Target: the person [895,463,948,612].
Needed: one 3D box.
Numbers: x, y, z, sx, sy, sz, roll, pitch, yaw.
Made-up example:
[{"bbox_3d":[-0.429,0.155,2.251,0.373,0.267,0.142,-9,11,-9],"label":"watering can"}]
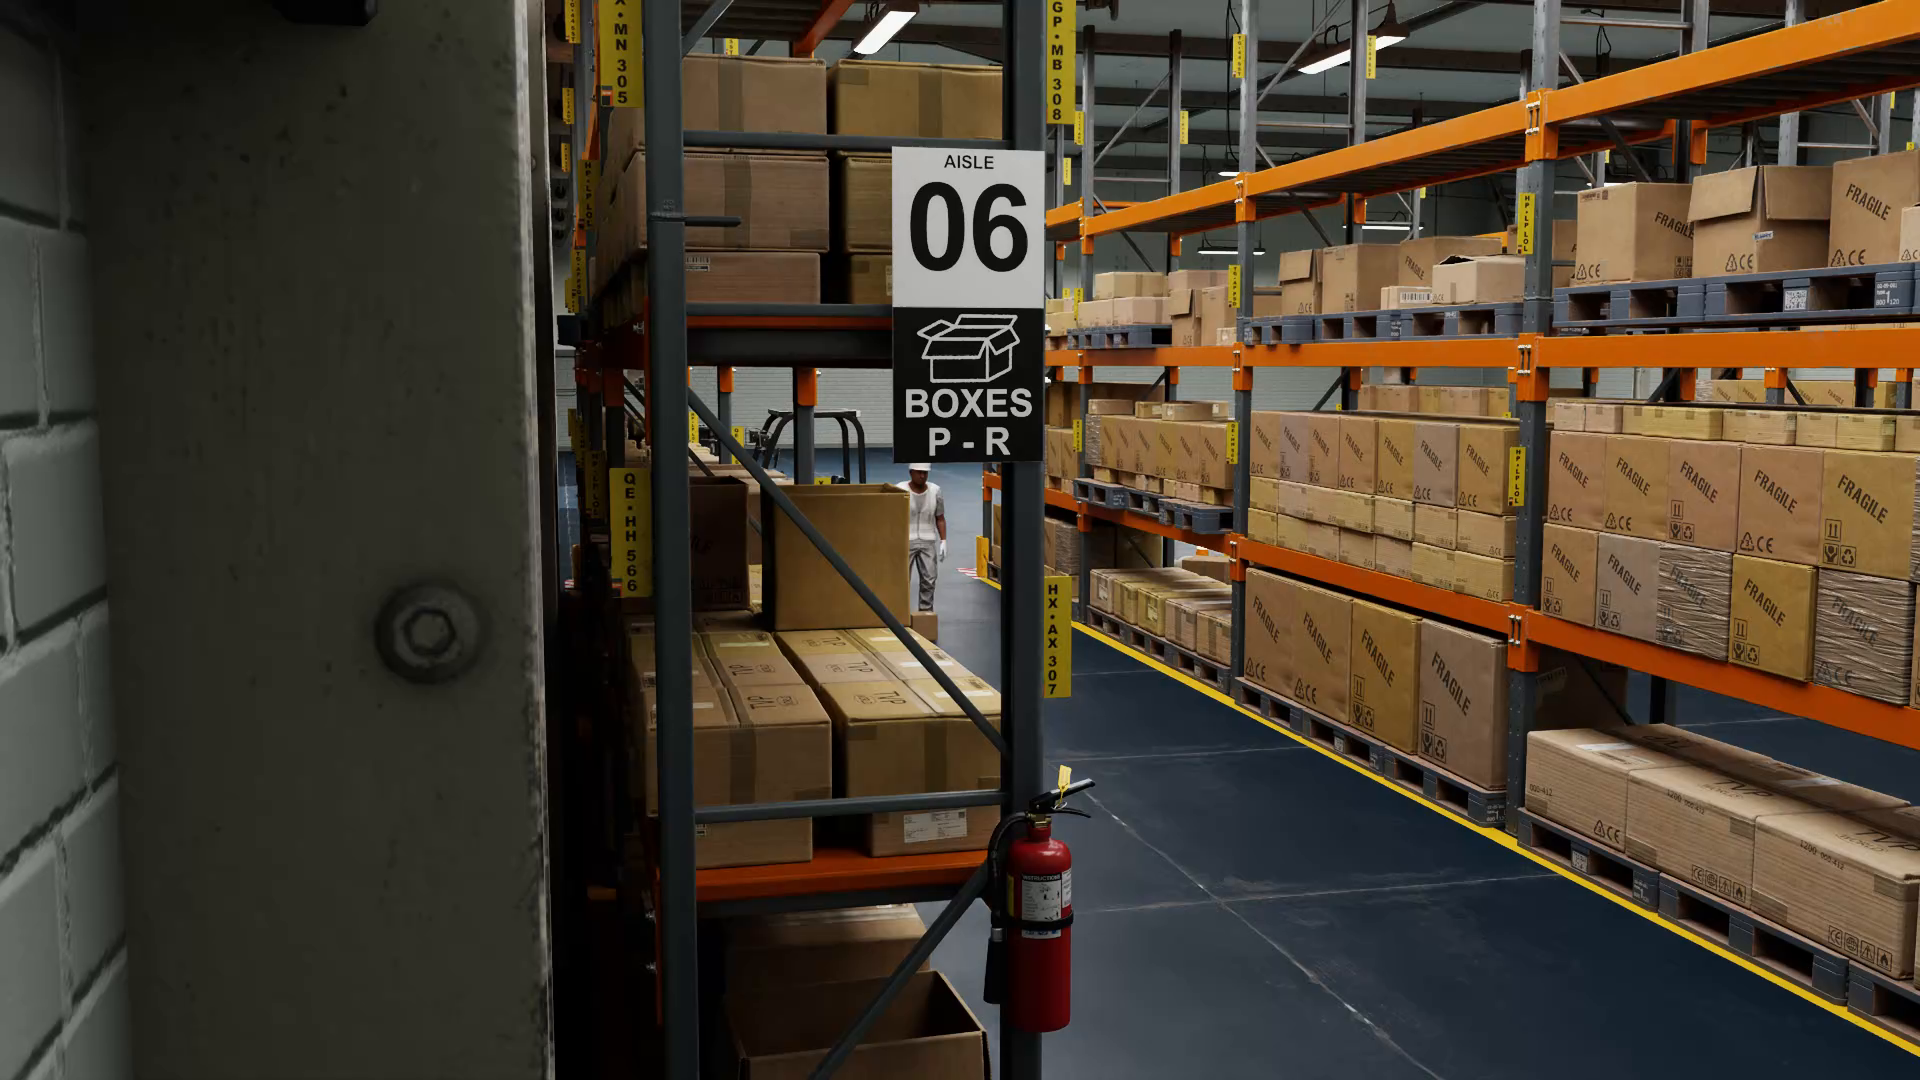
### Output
[{"bbox_3d":[-0.428,0.056,16.313,0.630,1.774,0.451,-2,6,-15],"label":"person"}]
